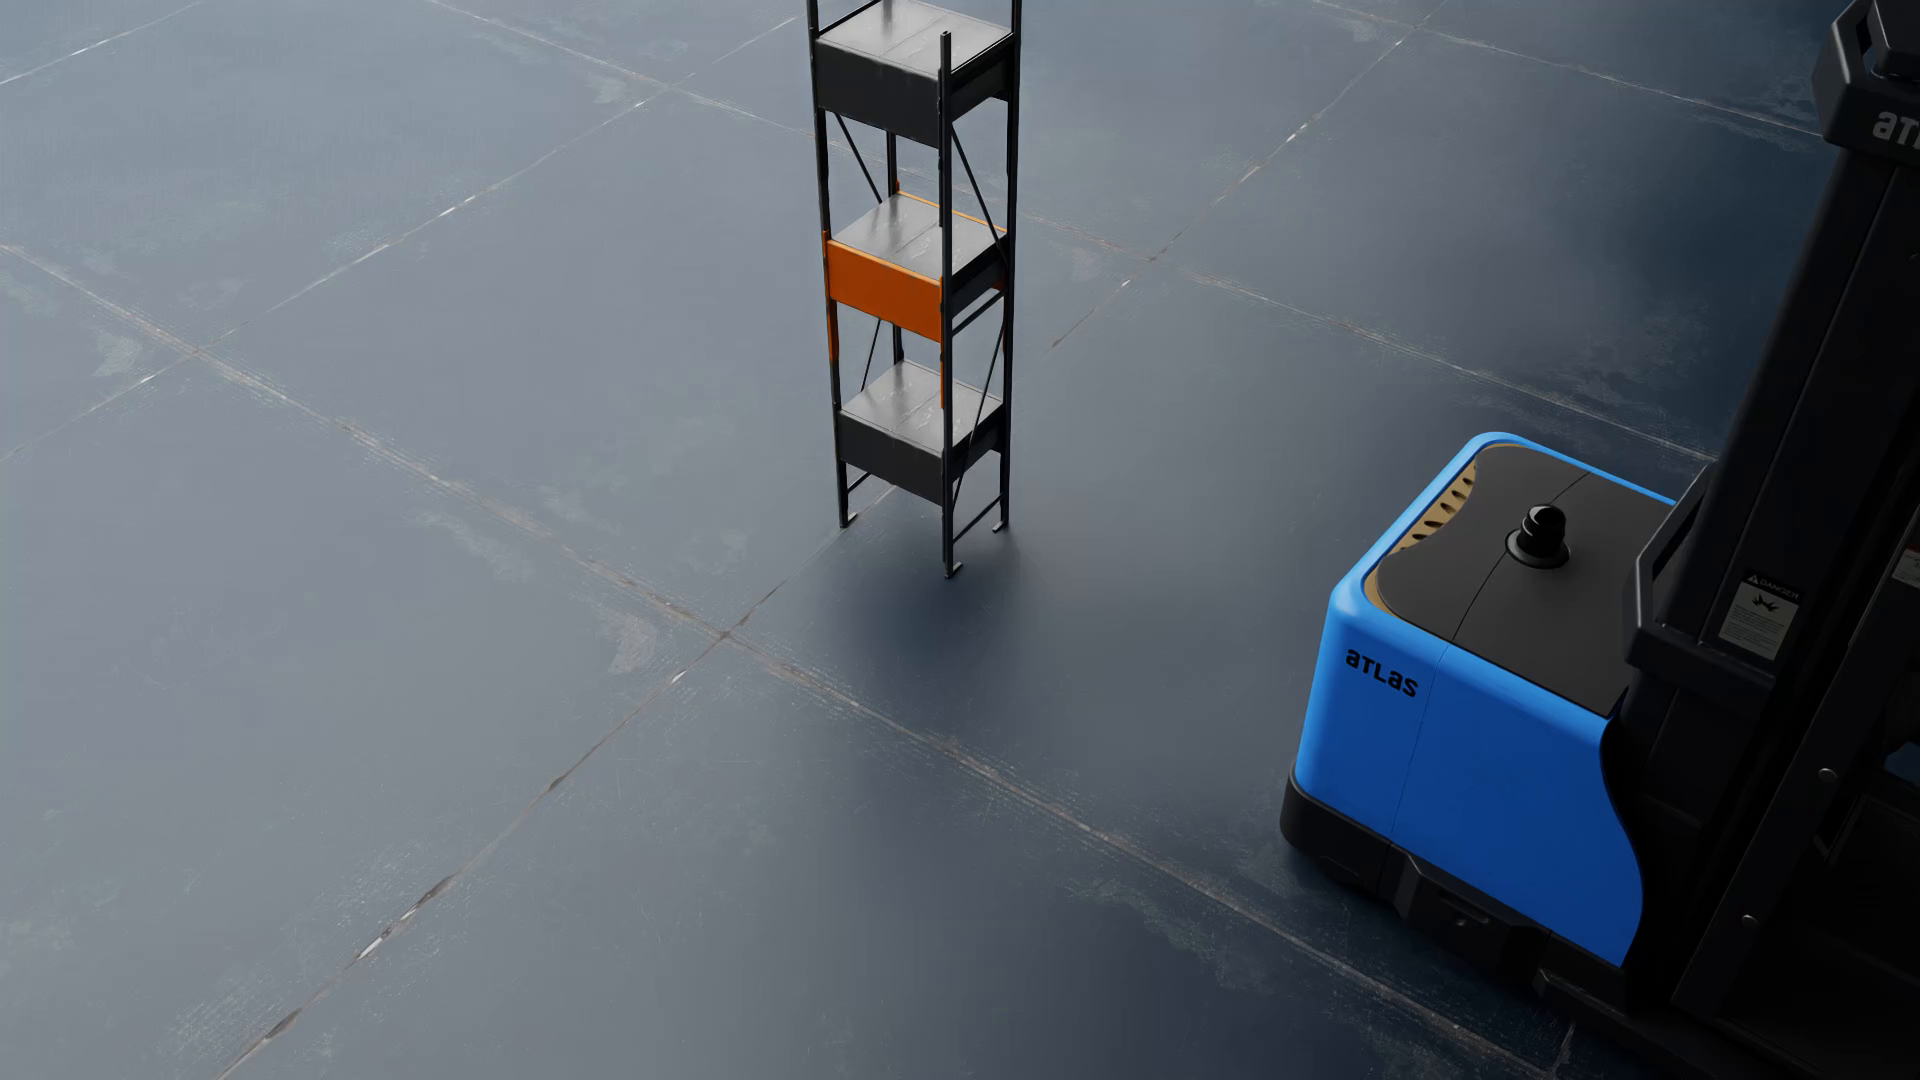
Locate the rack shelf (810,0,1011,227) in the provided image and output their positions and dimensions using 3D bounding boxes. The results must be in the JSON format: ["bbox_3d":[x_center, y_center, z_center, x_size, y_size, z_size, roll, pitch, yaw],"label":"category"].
[{"bbox_3d":[-0.135,-1.357,5.163,0.480,0.518,0.431,25,48,25],"label":"rack shelf"}]

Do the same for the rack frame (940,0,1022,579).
[{"bbox_3d":[0.064,-0.752,5.516,0.015,2.100,0.400,25,48,25],"label":"rack frame"}]

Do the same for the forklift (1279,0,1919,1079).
[{"bbox_3d":[2.456,0.220,3.806,3.031,2.935,1.130,28,49,28],"label":"forklift"}]

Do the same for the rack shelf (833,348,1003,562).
[{"bbox_3d":[-0.136,-0.314,6.097,0.480,0.518,0.431,25,48,25],"label":"rack shelf"}]

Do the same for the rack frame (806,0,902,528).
[{"bbox_3d":[-0.335,-0.939,5.725,0.015,2.100,0.400,25,48,25],"label":"rack frame"}]

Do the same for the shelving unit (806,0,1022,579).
[{"bbox_3d":[-0.135,-0.846,5.621,0.503,2.100,0.431,25,48,25],"label":"shelving unit"}]

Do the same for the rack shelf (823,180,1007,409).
[{"bbox_3d":[-0.135,-0.836,5.630,0.480,0.518,0.431,25,48,25],"label":"rack shelf"}]
